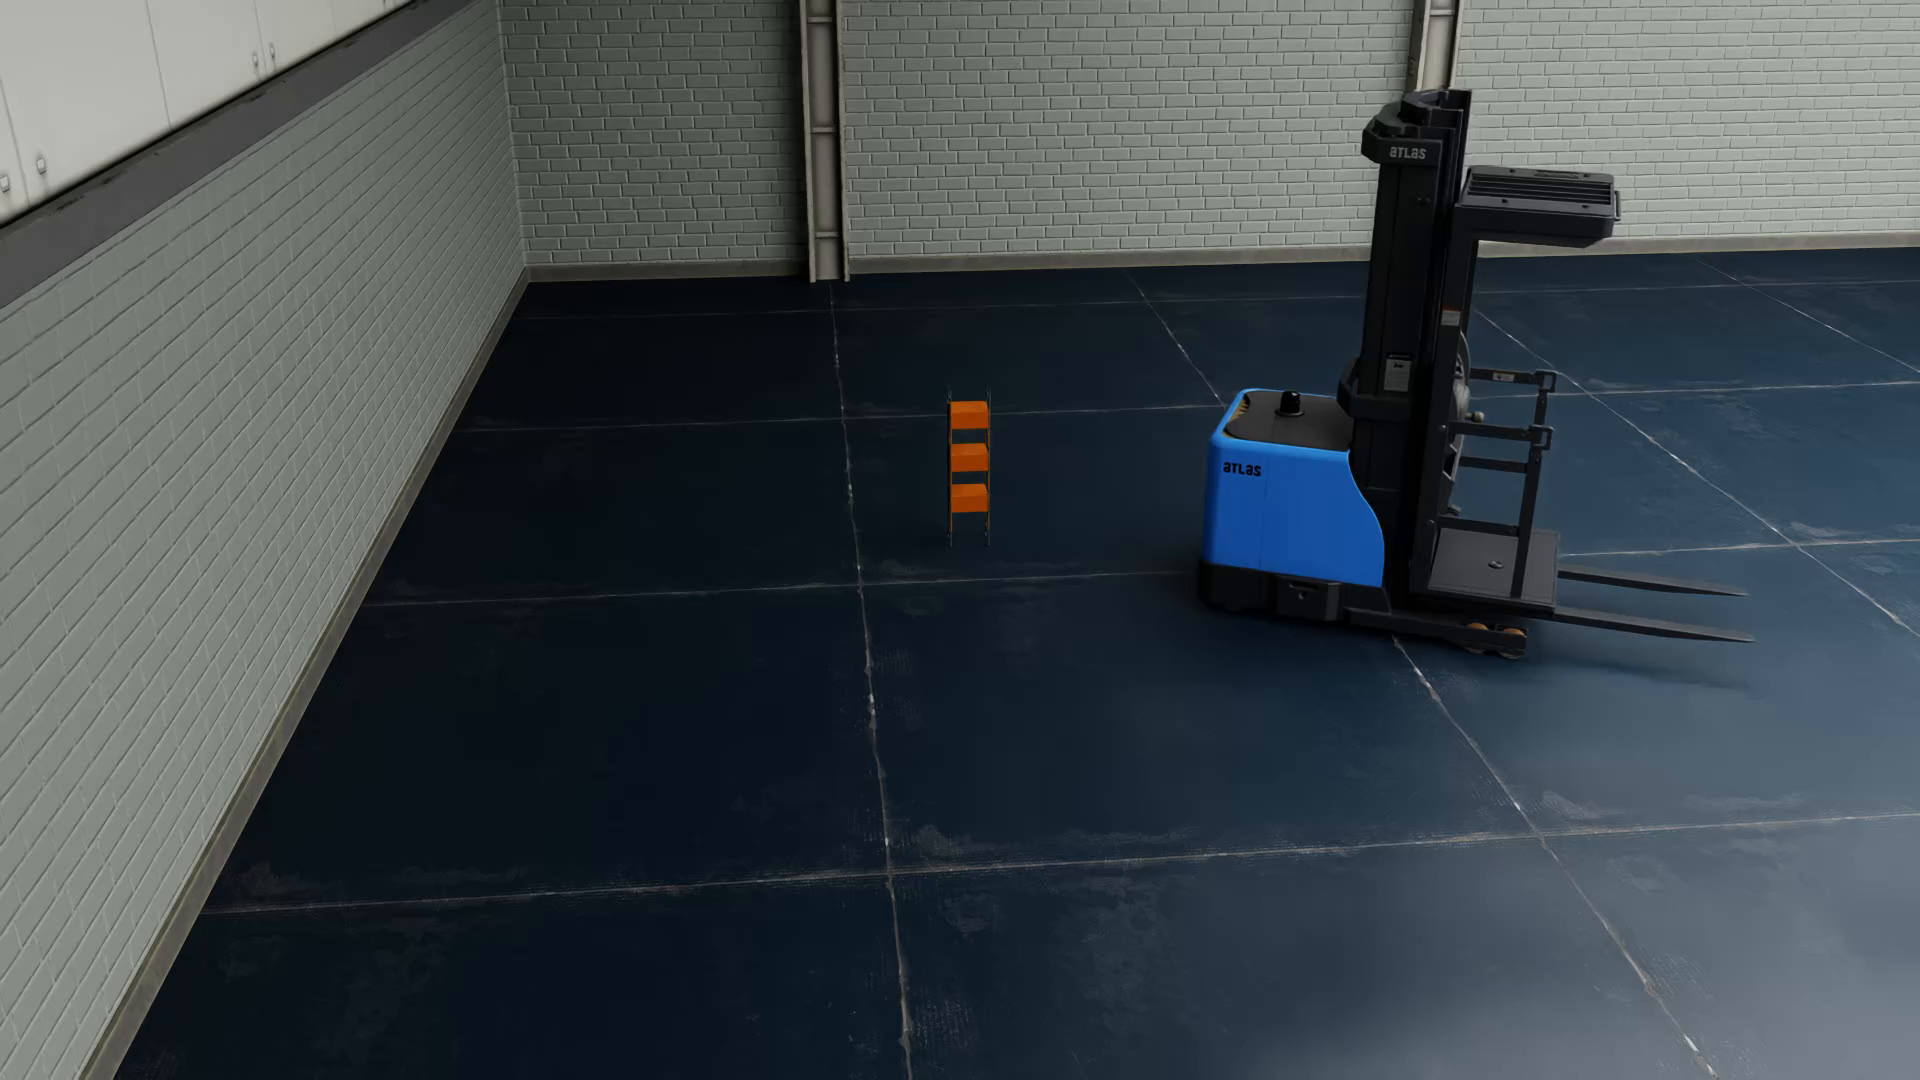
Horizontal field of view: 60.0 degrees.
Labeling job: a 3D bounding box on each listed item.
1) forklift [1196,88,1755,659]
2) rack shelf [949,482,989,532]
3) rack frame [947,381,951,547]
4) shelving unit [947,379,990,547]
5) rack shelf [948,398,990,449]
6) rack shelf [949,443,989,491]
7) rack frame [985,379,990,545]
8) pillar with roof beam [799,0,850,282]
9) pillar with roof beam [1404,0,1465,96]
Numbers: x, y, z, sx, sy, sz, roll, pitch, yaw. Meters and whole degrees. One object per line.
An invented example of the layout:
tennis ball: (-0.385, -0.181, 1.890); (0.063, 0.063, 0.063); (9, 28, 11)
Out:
forklift: (2.975, -0.922, 9.216); (3.031, 2.935, 1.130); (8, 25, 18)
rack shelf: (0.053, -0.218, 10.659); (0.240, 0.259, 0.215); (-2, 24, -5)
rack frame: (-0.068, -0.477, 10.531); (0.008, 1.050, 0.200); (-2, 24, -5)
shelving unit: (0.053, -0.482, 10.542); (0.252, 1.050, 0.215); (-2, 24, -5)
rack shelf: (0.053, -0.732, 10.431); (0.240, 0.259, 0.215); (-2, 24, -5)
rack shelf: (0.053, -0.472, 10.546); (0.240, 0.259, 0.215); (-2, 24, -5)
rack frame: (0.175, -0.487, 10.552); (0.008, 1.050, 0.200); (-2, 24, -5)
pillar with roof beam: (-0.888, -5.003, 10.926); (0.400, 9.000, 9.100); (-2, 24, -5)
pillar with roof beam: (5.083, -5.242, 11.464); (0.400, 9.000, 9.100); (-2, 24, -5)
